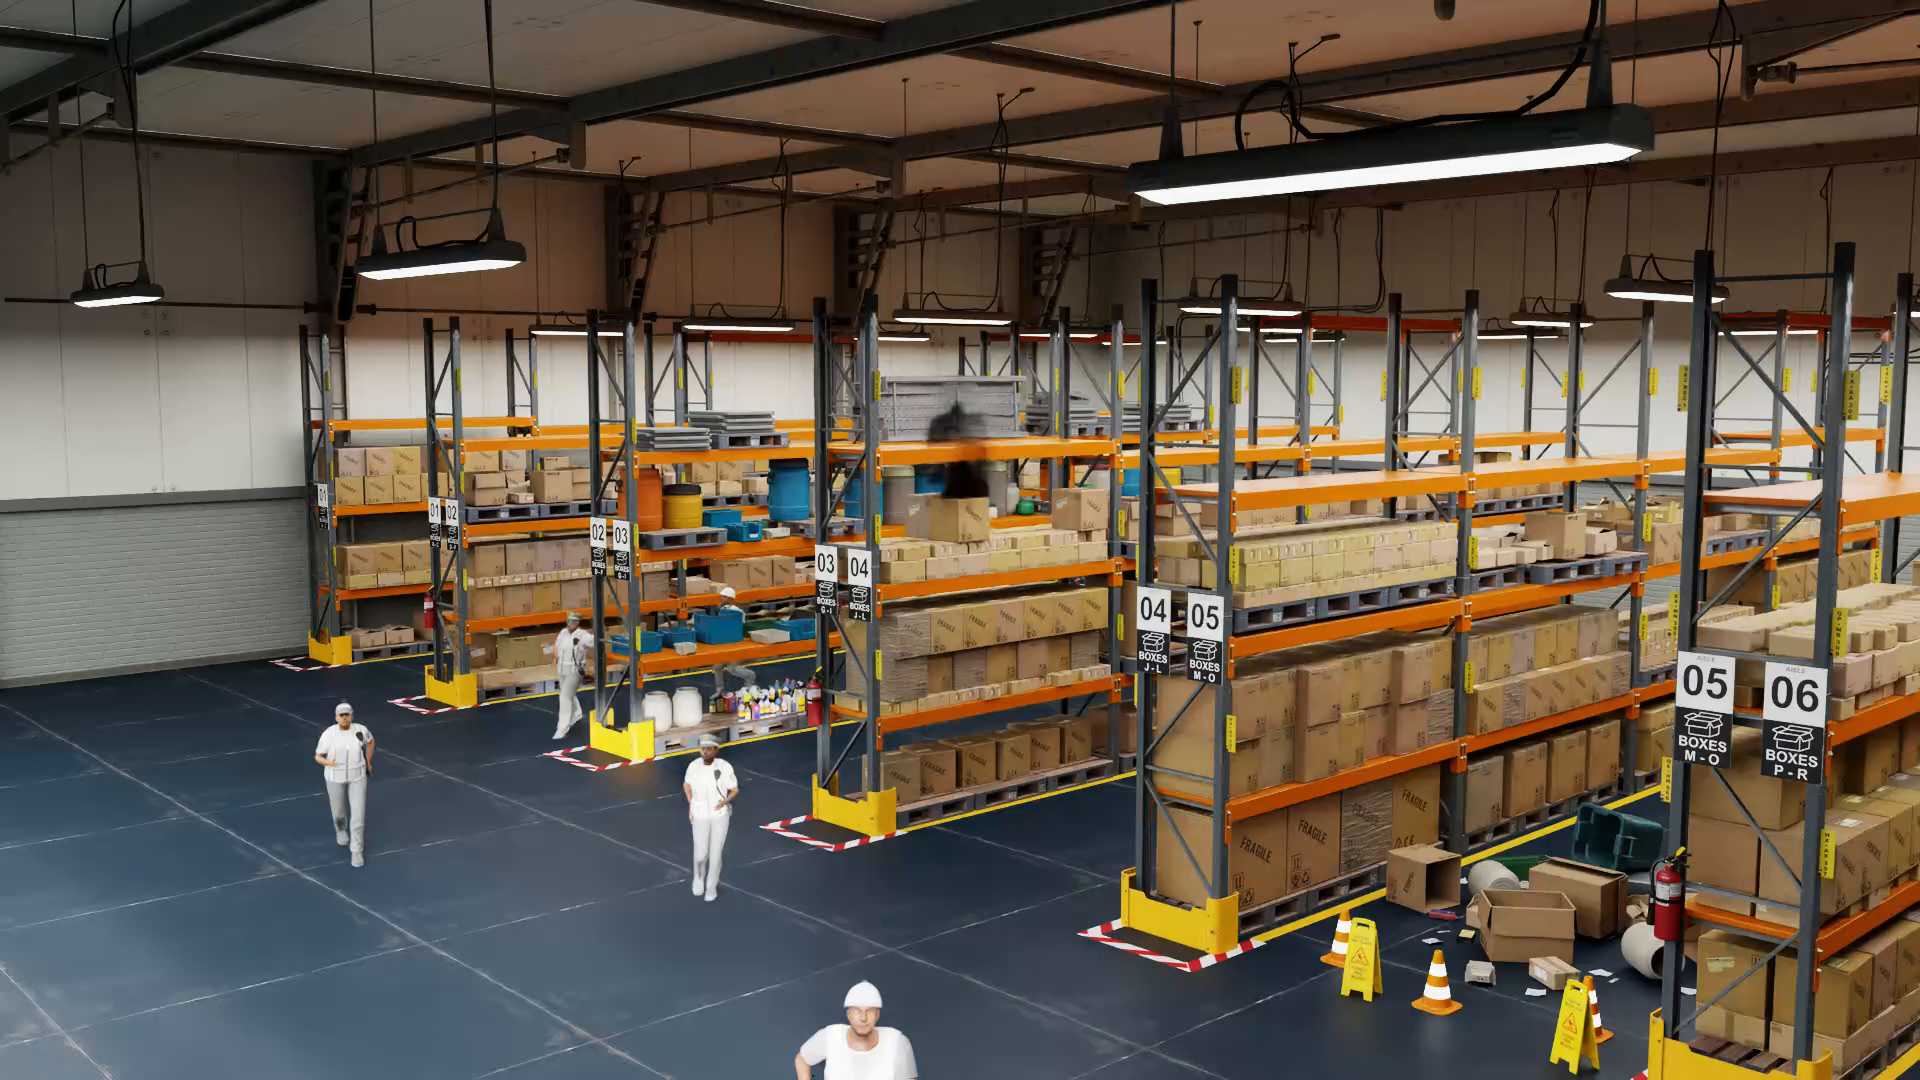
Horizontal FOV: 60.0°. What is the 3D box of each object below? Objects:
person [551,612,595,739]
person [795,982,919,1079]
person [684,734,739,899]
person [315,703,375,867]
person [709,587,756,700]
[{"bbox_3d":[-5.508,1.910,23.727,0.730,1.833,0.818,3,7,30],"label":"person"},{"bbox_3d":[-0.562,3.342,9.299,0.676,1.748,0.659,-1,6,-9],"label":"person"},{"bbox_3d":[-2.432,2.704,16.191,0.560,1.659,0.576,0,6,-2],"label":"person"},{"bbox_3d":[-6.501,2.547,17.630,0.606,1.665,0.925,-2,6,-23],"label":"person"},{"bbox_3d":[-3.638,1.631,26.465,0.673,1.772,0.849,5,8,43],"label":"person"}]
